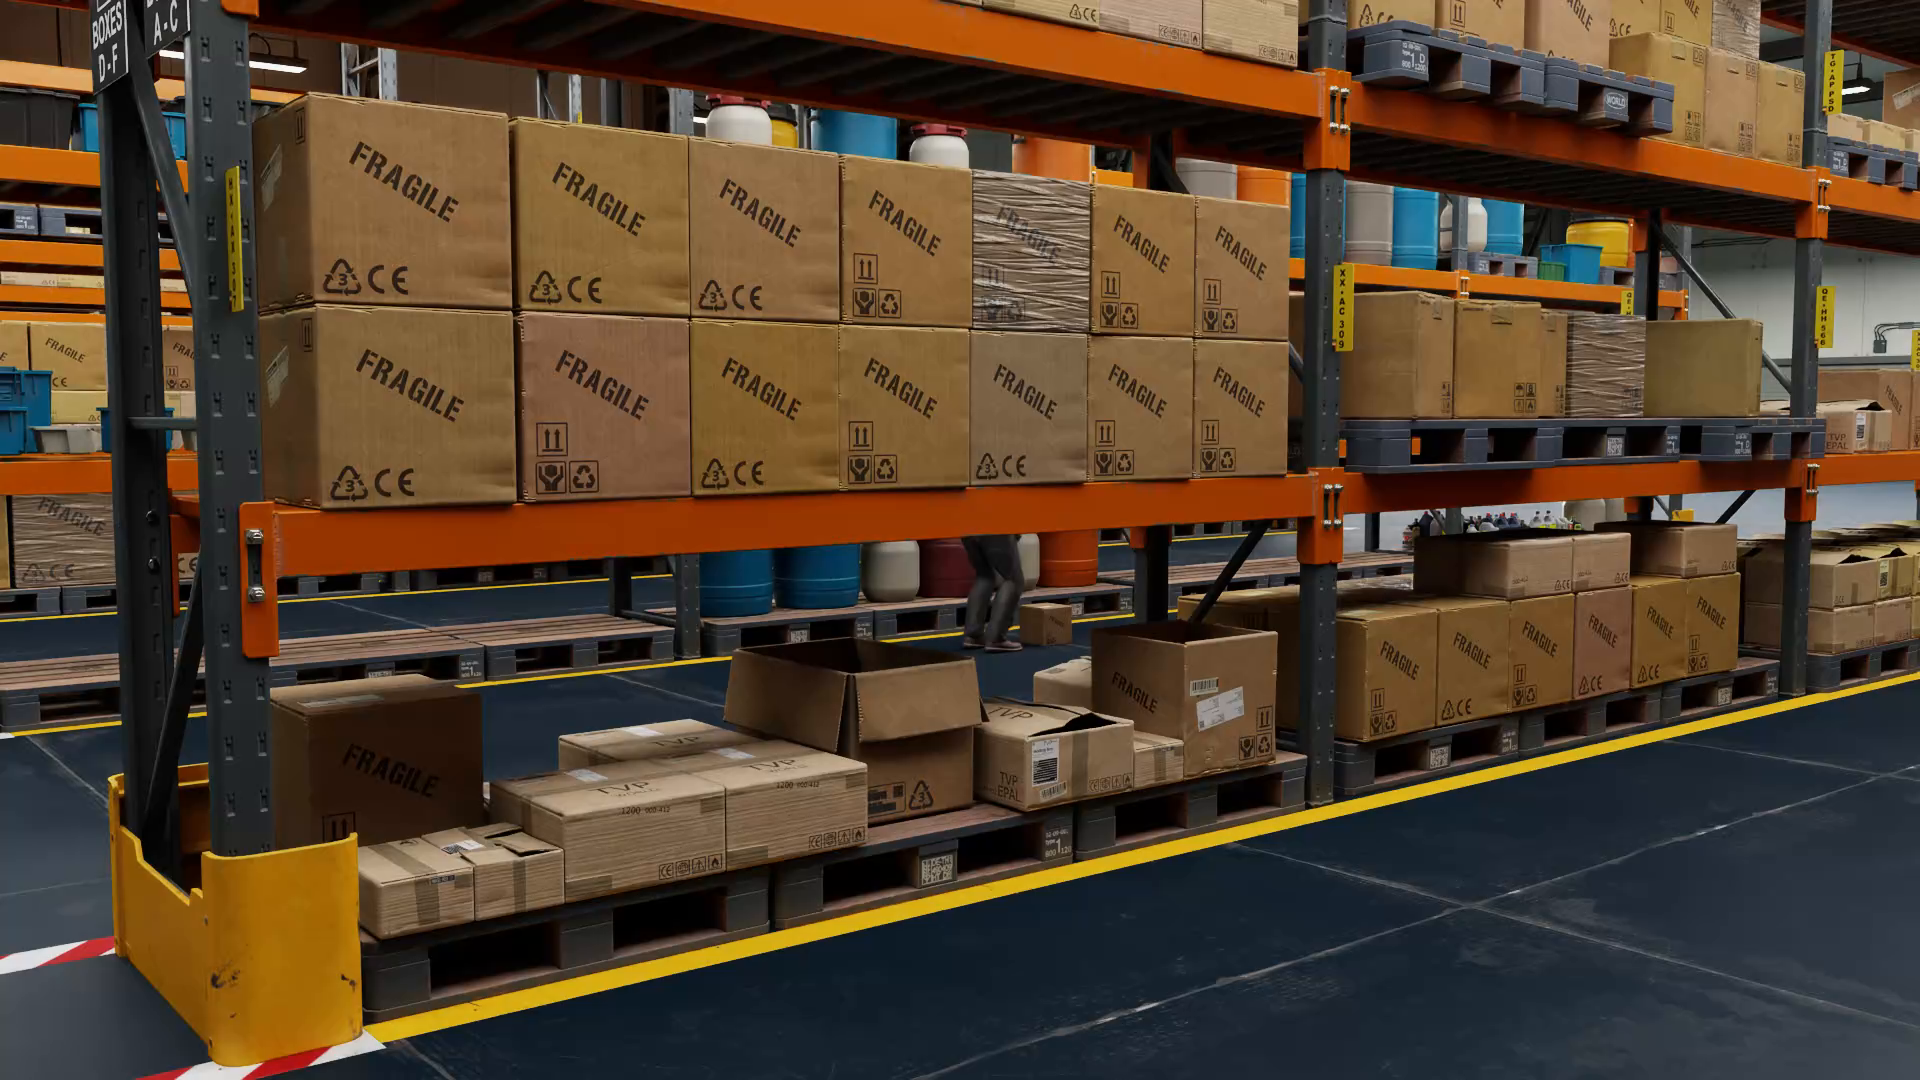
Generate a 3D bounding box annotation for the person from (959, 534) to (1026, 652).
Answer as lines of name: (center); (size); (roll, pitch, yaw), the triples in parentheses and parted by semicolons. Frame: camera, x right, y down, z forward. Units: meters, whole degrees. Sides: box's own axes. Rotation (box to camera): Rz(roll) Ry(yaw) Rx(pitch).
person: (0.191, -0.066, 10.778); (0.430, 1.575, 0.458); (-3, 6, -38)
